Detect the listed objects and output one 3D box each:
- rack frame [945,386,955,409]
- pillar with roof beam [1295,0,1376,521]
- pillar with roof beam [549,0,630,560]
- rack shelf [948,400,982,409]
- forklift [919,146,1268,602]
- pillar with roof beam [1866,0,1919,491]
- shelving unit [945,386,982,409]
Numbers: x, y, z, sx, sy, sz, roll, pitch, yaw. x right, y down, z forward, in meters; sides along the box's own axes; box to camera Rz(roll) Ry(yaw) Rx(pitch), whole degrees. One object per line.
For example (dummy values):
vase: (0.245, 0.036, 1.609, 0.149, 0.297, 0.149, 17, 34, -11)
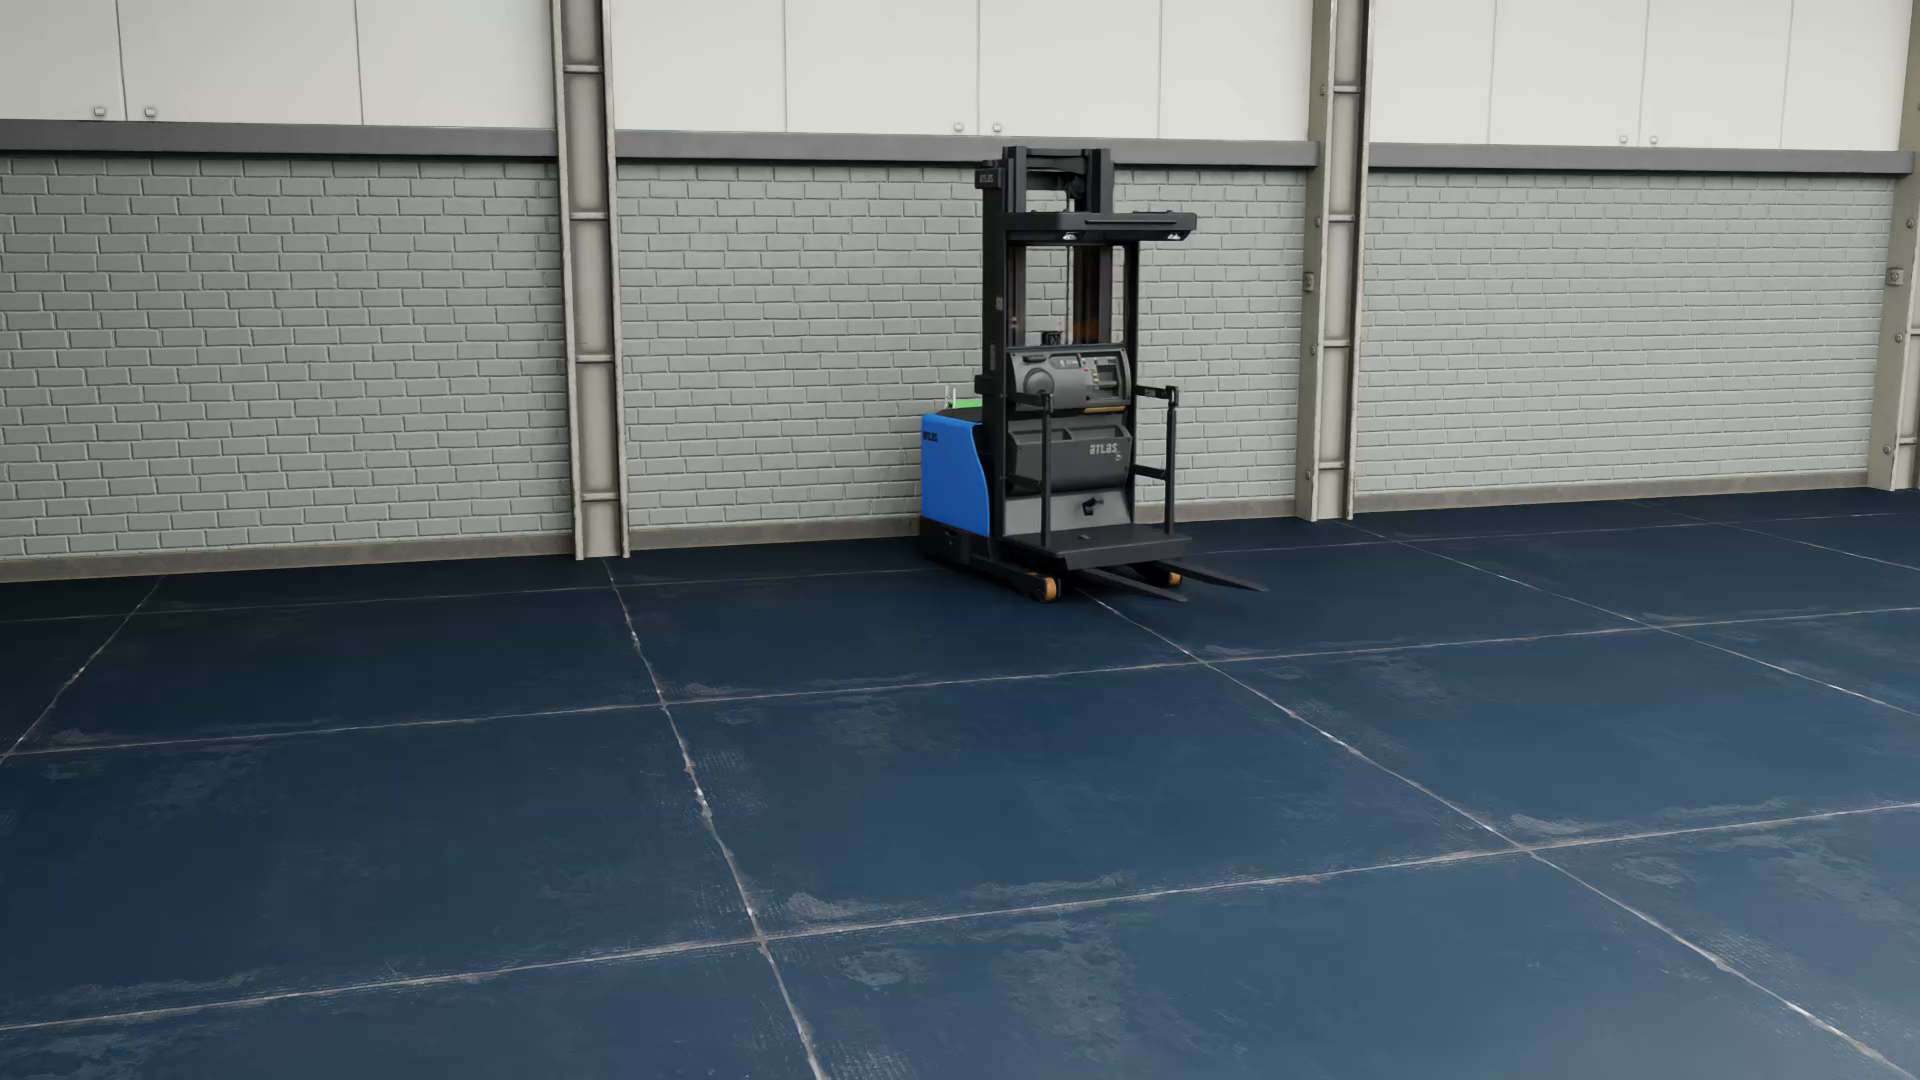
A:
rack frame: (-0.075, -0.586, 12.916, 0.015, 1.200, 0.240, -3, 11, -16)
pillar with roof beam: (4.282, -3.869, 9.210, 0.400, 9.000, 9.100, -3, 11, -16)
pillar with roof beam: (-1.479, -3.566, 7.561, 0.400, 9.000, 9.100, -3, 11, -16)
rack shelf: (0.159, -1.008, 12.908, 0.480, 0.148, 0.258, -3, 11, -16)
forklift: (0.858, -1.130, 11.089, 1.130, 2.935, 3.031, -6, 12, -29)
pillar with roof beam: (10.043, -4.173, 10.860, 0.400, 9.000, 9.100, -3, 11, -16)
shelving unit: (0.159, -0.598, 12.983, 0.503, 1.200, 0.258, -3, 11, -16)
